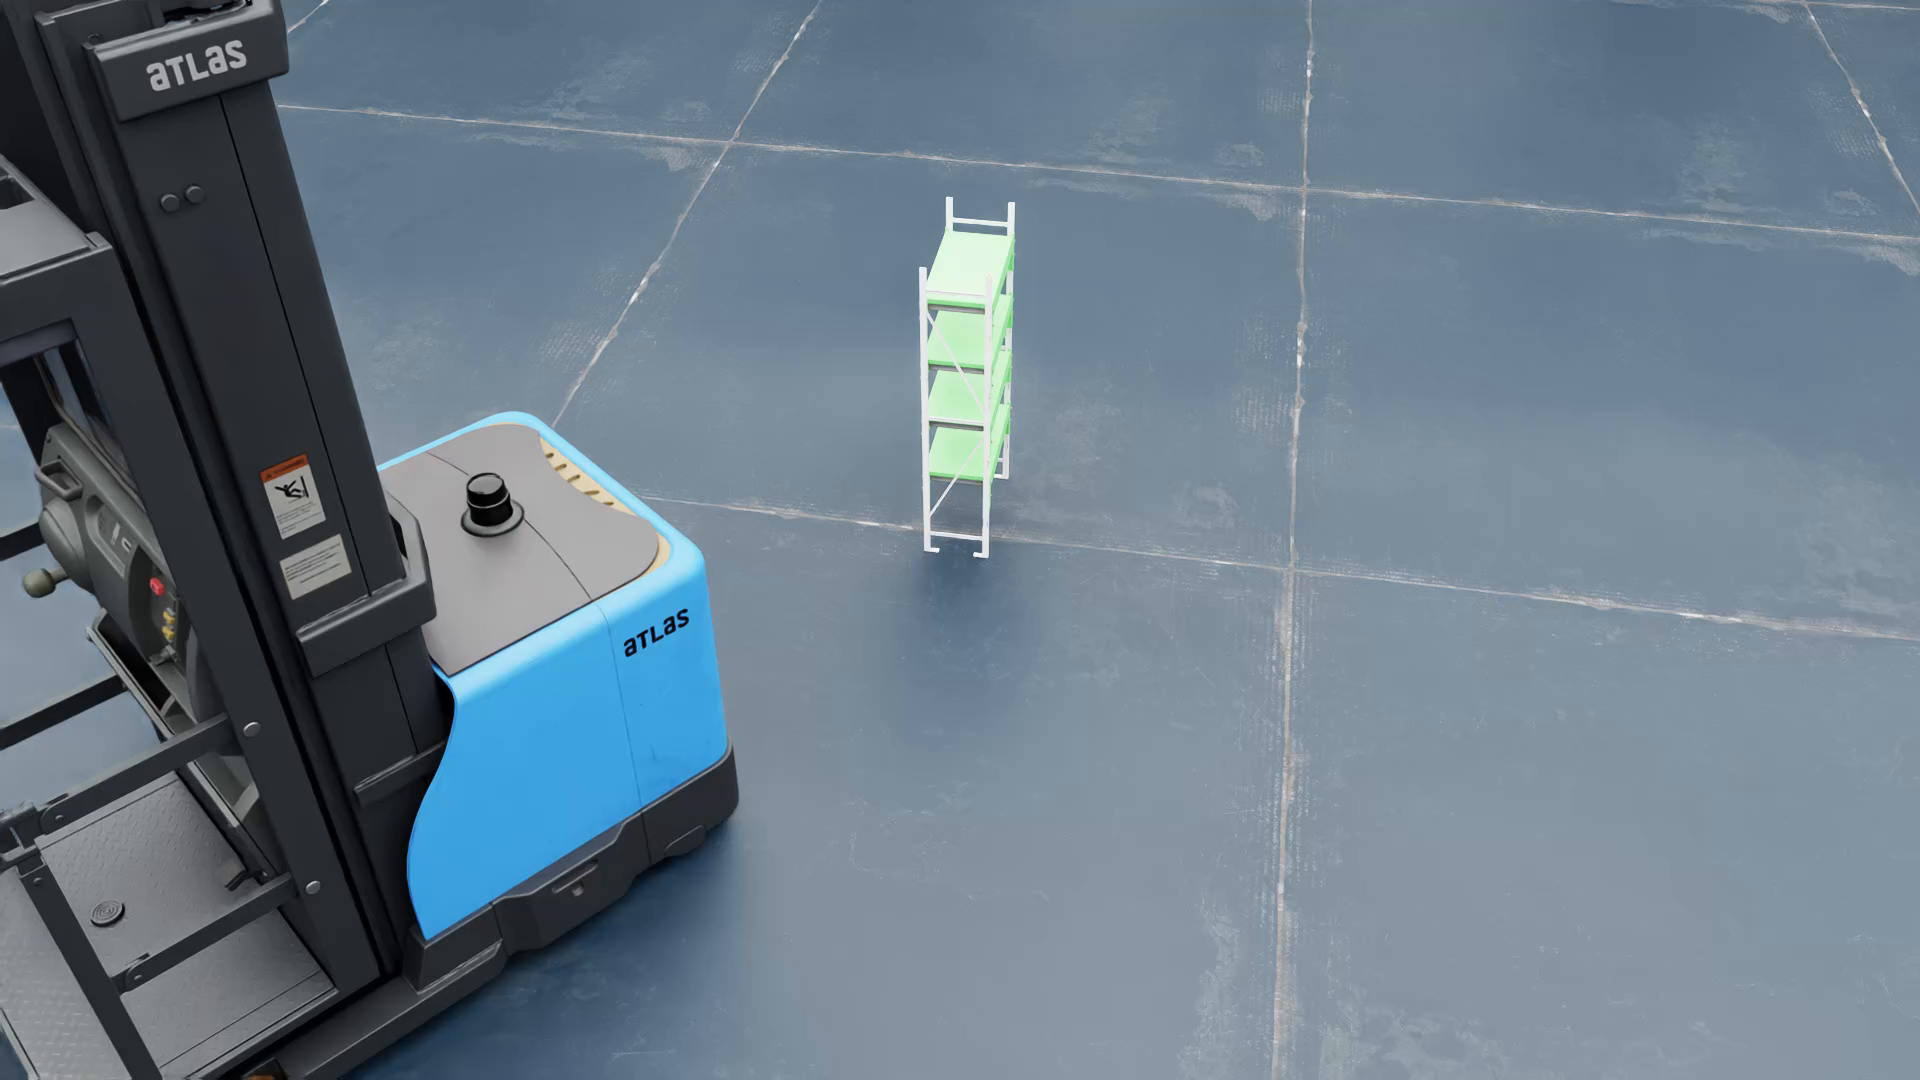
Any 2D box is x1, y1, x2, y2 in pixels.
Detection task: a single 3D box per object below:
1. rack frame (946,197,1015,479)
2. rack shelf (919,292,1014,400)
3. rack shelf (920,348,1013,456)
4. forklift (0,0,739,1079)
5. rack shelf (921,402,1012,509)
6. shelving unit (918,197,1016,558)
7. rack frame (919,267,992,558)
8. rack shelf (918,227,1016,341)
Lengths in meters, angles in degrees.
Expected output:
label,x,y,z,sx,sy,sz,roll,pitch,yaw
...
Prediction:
label,x,y,z,sx,sy,sz,roll,pitch,yaw
rack frame,0.071,-0.719,6.179,0.240,1.200,0.015,6,40,8
rack shelf,0.029,-0.702,5.881,0.258,0.148,0.480,6,40,8
rack shelf,0.029,-0.517,6.034,0.258,0.148,0.480,6,40,8
forklift,-2.112,0.142,3.778,3.031,2.935,1.130,-30,48,-31
rack shelf,0.029,-0.332,6.187,0.258,0.148,0.480,6,40,8
shelving unit,0.029,-0.566,5.993,0.258,1.200,0.503,6,40,8
rack frame,-0.014,-0.413,5.808,0.240,1.200,0.015,6,40,8
rack shelf,0.029,-0.887,5.728,0.258,0.148,0.480,6,40,8
